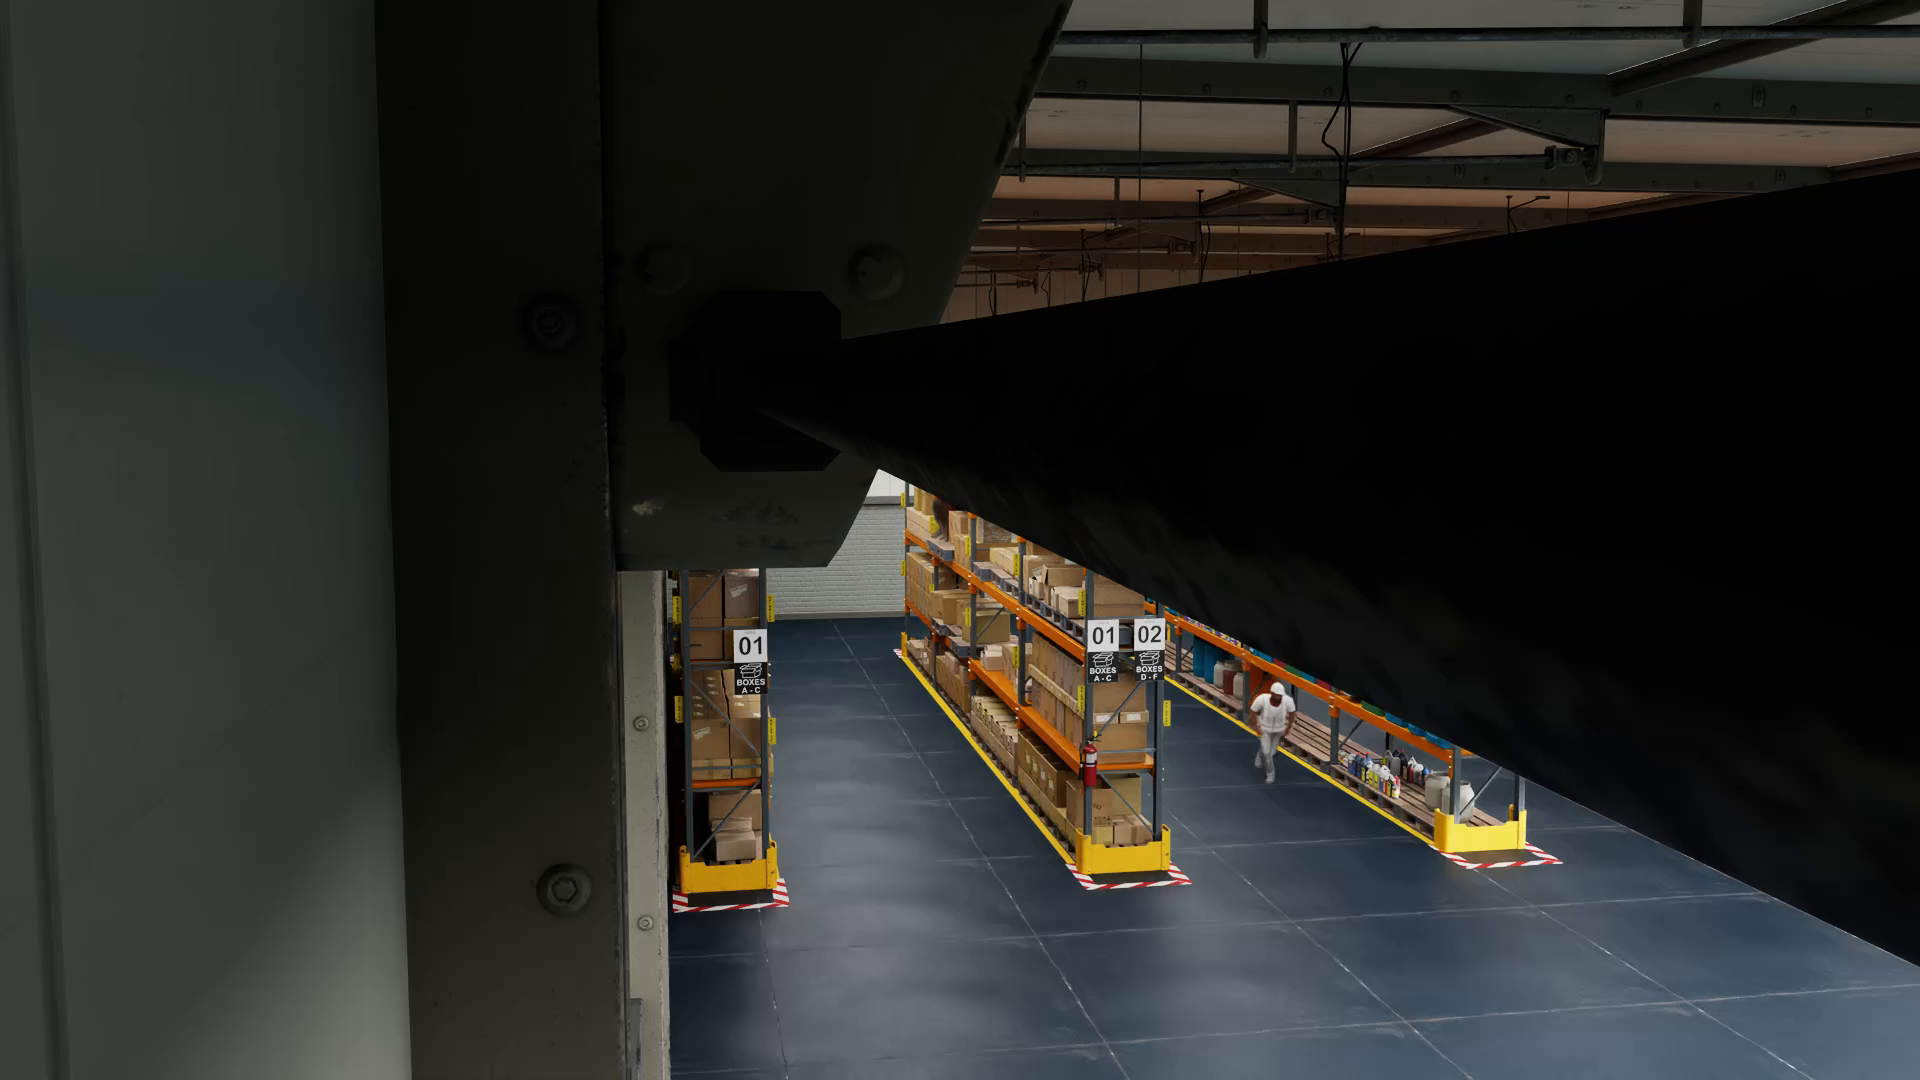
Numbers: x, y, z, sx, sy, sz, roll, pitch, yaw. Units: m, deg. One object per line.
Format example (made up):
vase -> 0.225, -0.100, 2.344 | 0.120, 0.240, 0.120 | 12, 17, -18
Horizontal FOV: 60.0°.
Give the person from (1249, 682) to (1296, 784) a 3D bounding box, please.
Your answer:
person -> 4.772, 2.911, 25.535 | 0.707, 1.596, 1.071 | 0, 6, -4
